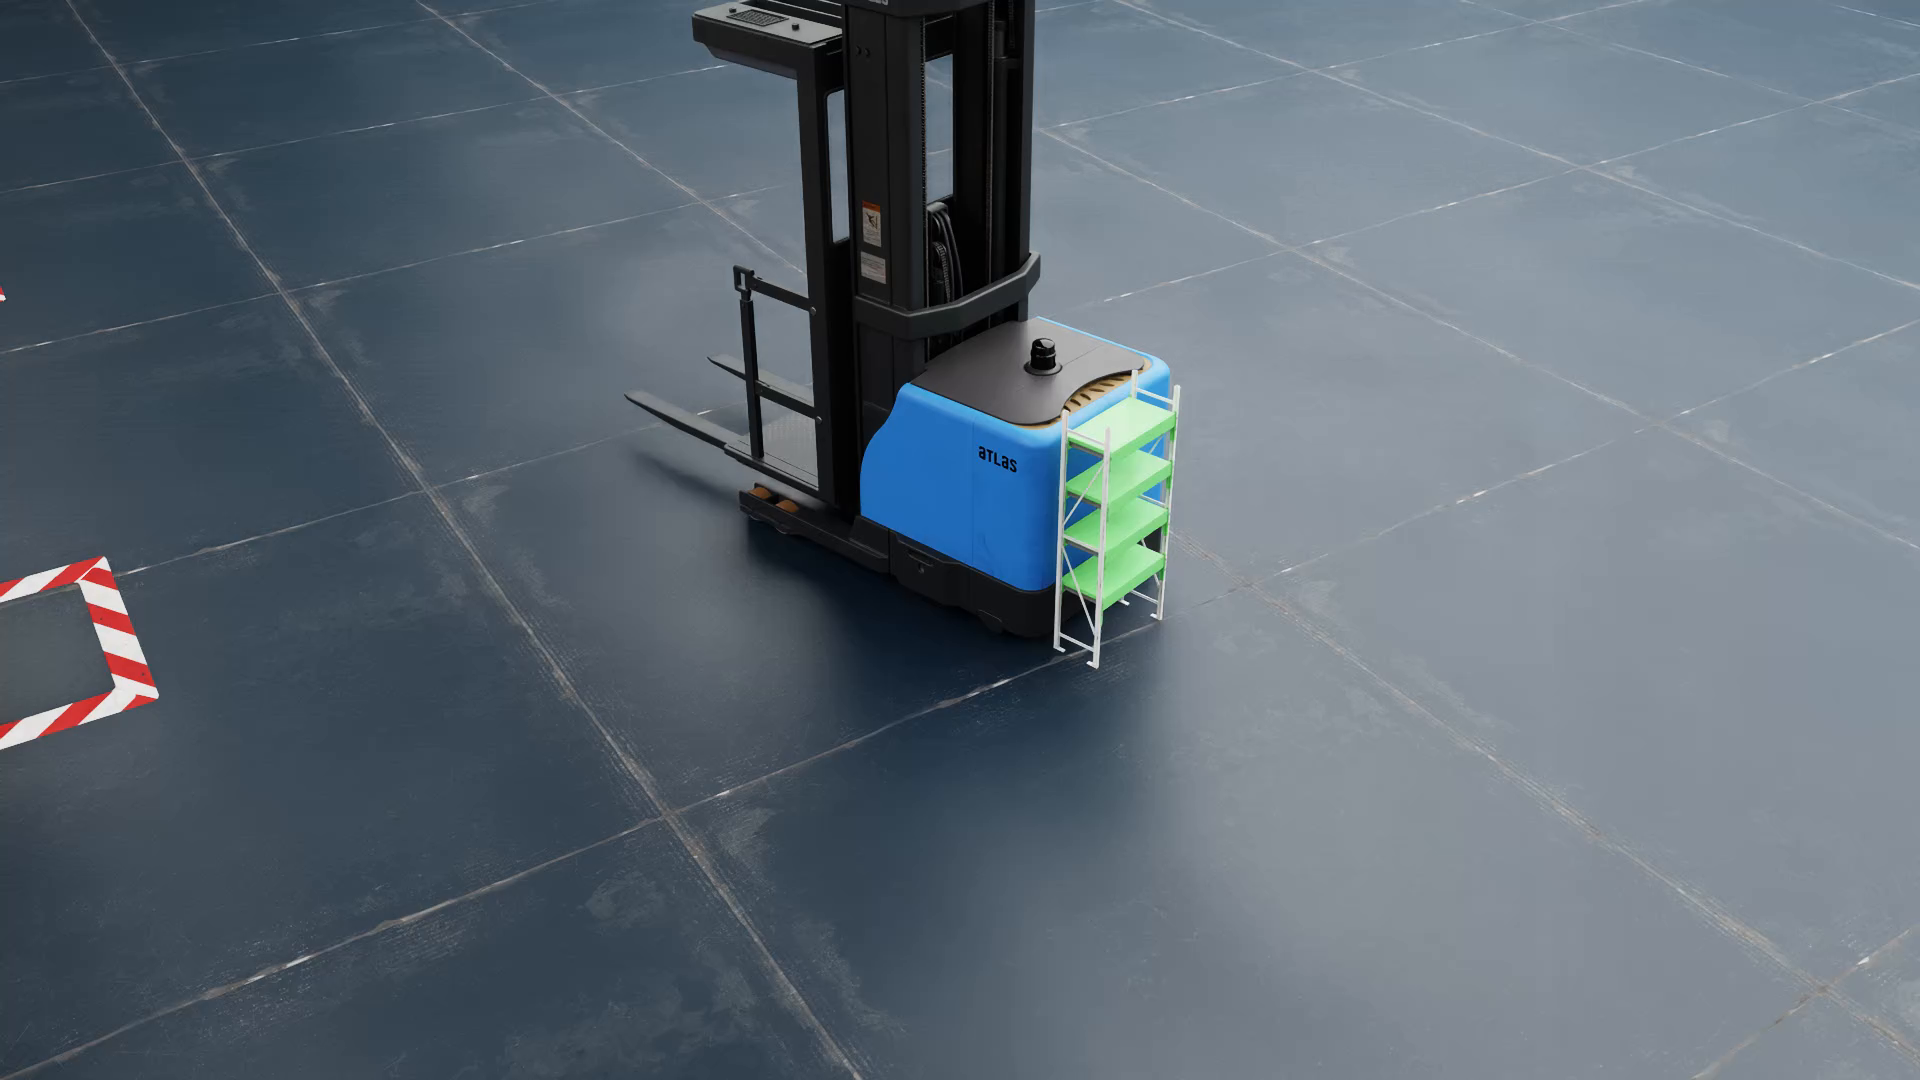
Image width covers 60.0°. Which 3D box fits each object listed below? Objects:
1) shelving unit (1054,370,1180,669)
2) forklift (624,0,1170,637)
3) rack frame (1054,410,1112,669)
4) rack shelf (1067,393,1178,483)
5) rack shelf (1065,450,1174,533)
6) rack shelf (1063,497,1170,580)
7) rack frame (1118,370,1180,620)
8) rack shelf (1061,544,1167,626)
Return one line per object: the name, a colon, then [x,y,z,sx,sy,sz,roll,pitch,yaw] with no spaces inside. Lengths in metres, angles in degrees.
shelving unit: [0.676,-0.083,7.256,0.258,1.200,0.503,25,40,33]
forklift: [-0.478,-1.459,7.816,3.031,2.935,1.130,25,40,33]
rack frame: [0.517,0.016,7.100,0.240,1.200,0.015,25,40,33]
rack shelf: [0.676,-0.434,7.034,0.258,0.148,0.480,25,40,33]
rack shelf: [0.676,-0.231,7.162,0.258,0.148,0.480,25,40,33]
rack shelf: [0.676,-0.029,7.290,0.258,0.148,0.480,25,40,33]
rack frame: [0.836,-0.181,7.413,0.240,1.200,0.015,25,40,33]
rack shelf: [0.676,0.174,7.418,0.258,0.148,0.480,25,40,33]
